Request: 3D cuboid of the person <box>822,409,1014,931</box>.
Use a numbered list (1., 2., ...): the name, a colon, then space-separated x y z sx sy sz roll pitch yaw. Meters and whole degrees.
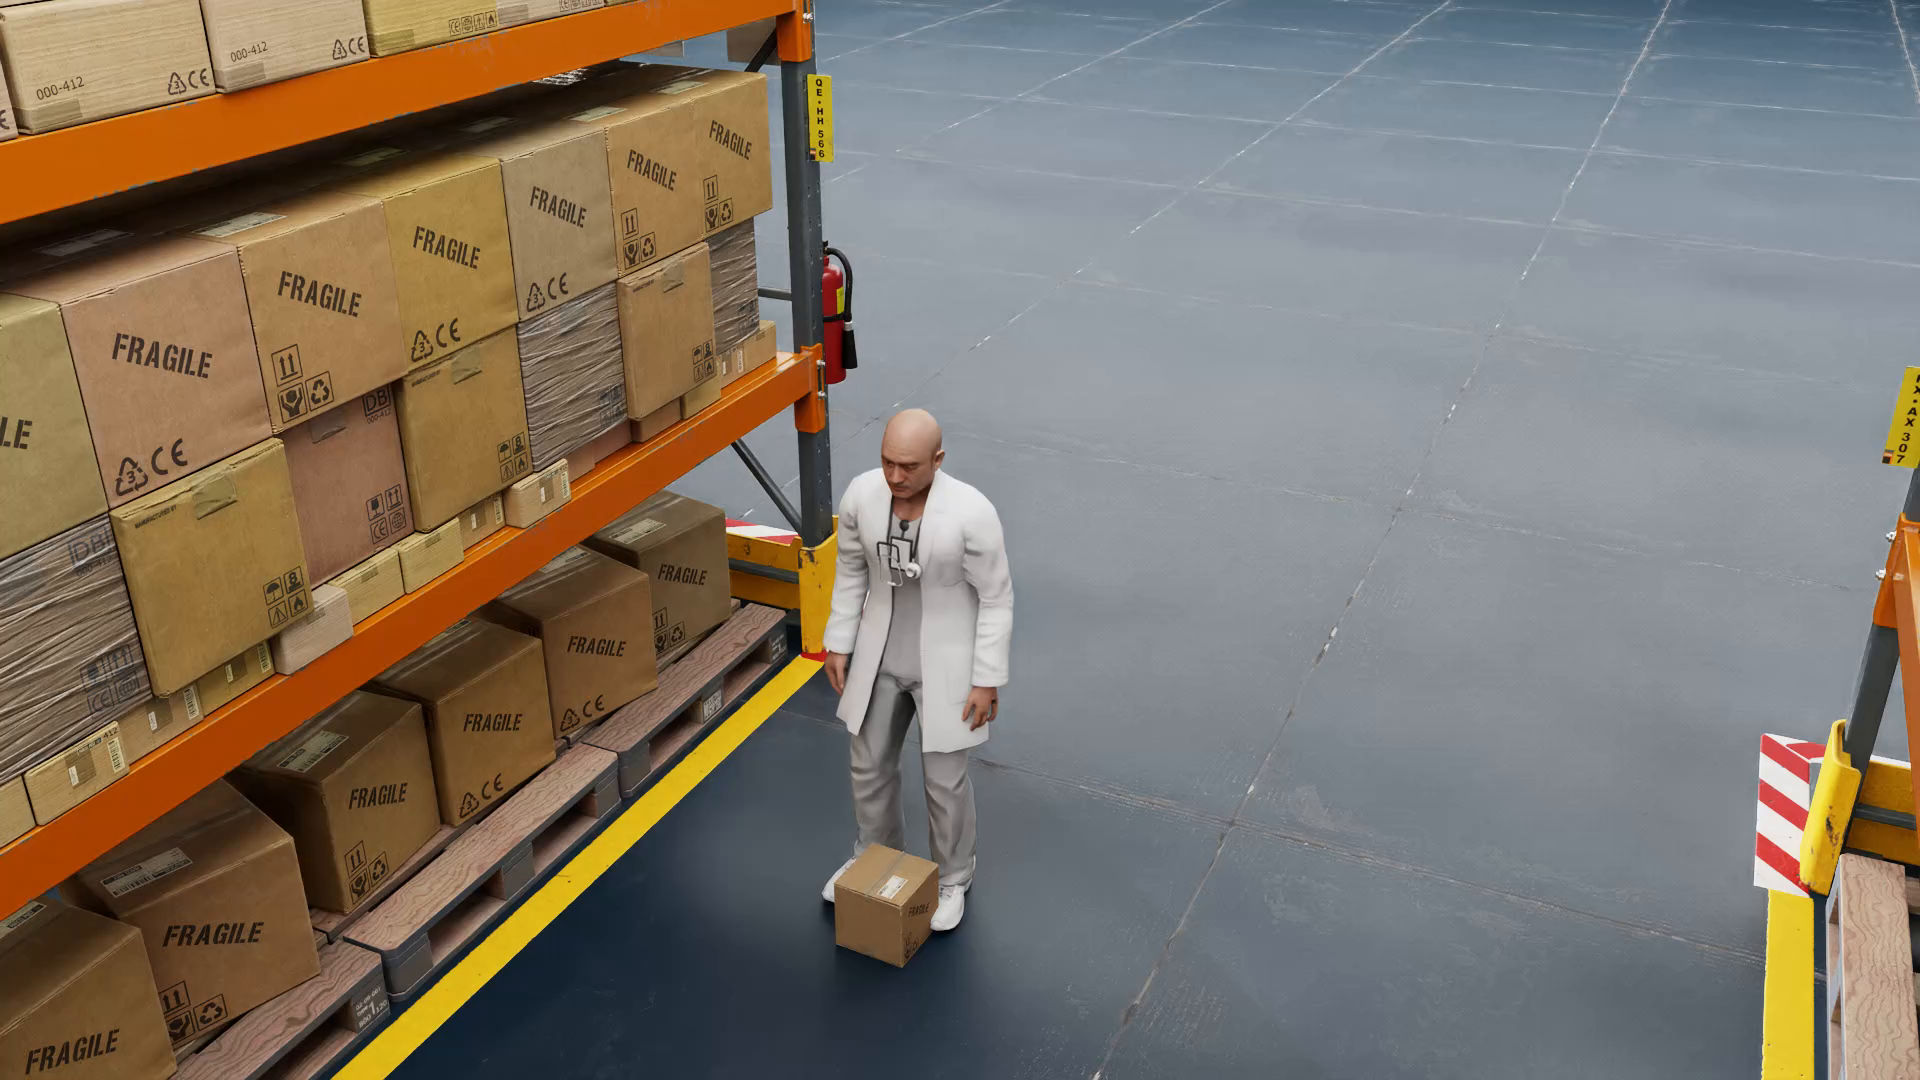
1. person: -0.142 0.401 5.299 0.644 1.774 0.424 11 28 22
